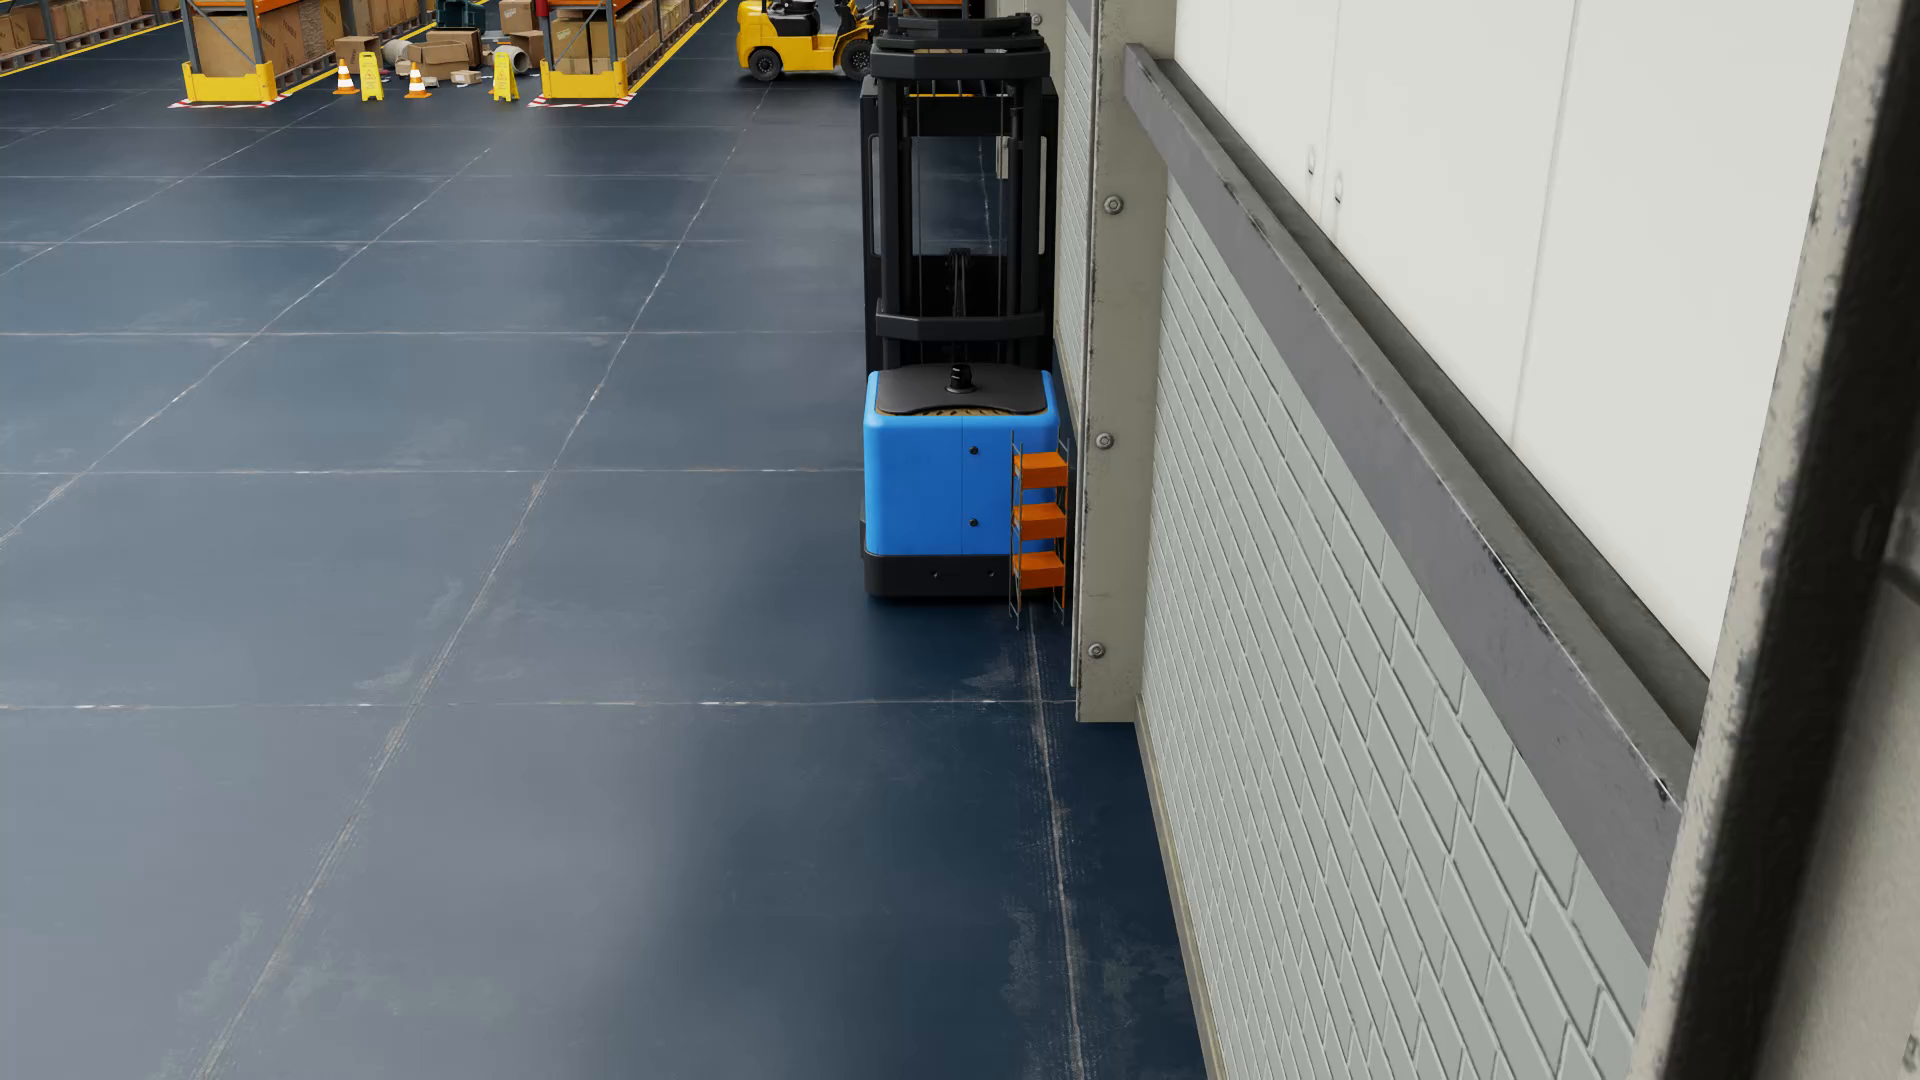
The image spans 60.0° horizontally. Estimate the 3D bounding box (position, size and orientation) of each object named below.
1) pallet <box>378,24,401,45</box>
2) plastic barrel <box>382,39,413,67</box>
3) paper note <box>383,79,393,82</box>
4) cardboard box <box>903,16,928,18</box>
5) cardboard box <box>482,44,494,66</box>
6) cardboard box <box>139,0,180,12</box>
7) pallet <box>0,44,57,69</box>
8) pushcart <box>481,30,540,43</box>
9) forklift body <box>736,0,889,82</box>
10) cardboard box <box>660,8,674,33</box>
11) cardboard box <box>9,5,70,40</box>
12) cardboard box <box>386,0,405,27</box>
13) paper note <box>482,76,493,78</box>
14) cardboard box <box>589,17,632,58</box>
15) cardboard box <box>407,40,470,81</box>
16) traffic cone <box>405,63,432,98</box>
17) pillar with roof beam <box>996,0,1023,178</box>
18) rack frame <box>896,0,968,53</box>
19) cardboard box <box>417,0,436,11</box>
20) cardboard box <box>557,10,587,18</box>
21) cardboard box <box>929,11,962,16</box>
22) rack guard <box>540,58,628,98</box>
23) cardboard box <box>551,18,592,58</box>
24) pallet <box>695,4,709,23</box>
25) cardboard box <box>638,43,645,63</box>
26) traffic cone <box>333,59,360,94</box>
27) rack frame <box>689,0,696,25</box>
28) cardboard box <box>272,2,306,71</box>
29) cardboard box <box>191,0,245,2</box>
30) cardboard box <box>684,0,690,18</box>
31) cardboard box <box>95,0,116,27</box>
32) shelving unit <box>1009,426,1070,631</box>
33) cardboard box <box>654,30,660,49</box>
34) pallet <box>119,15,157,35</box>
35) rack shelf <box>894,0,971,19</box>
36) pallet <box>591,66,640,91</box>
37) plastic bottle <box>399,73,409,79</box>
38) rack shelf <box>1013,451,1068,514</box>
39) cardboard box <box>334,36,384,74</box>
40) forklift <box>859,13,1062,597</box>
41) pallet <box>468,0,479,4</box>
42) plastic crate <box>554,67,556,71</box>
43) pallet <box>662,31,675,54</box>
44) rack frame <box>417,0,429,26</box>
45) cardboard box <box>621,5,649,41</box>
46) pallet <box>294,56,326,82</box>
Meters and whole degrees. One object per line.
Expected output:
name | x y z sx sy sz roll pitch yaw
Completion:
pallet | -10.443 -8.828 29.012 1.003 0.211 1.213 0 24 -1
plastic barrel | -8.797 -7.642 26.133 0.512 0.421 0.421 19 30 35
paper note | -8.618 -6.911 24.996 0.144 0.017 0.142 8 26 18
cardboard box | -0.716 -7.509 24.326 0.500 0.250 0.500 0 24 0
cardboard box | -7.532 -7.749 26.562 0.258 0.266 0.396 -19 31 -36
cardboard box | -15.334 -10.452 31.288 1.225 0.875 0.875 -1 24 -3
pallet | -15.261 -7.749 26.627 1.003 0.211 1.213 0 24 -1
pushcart | -7.674 -8.115 27.234 1.648 0.377 0.936 -9 26 -19
forklift body | -2.232 -8.102 25.055 2.313 2.155 1.214 0 24 -1
cardboard box | -5.414 -8.847 28.350 0.950 0.372 0.625 1 24 3
cardboard box | -15.289 -8.610 27.648 0.700 0.500 0.500 -2 24 -5
cardboard box | -10.457 -9.480 29.290 1.050 0.750 0.750 0 24 0
paper note | -7.211 -7.065 25.349 0.148 0.019 0.142 8 26 18
cardboard box | -5.084 -7.316 24.203 0.500 0.500 0.500 -1 24 -2
cardboard box | -7.901 -7.267 25.207 0.797 0.503 0.637 -19 31 -36
traffic cone | -7.752 -6.563 23.699 0.336 0.463 0.334 0 24 -1
pillar with roof beam | -3.733 -8.249 17.068 9.100 9.000 0.400 0 24 -1
rack frame | -0.387 -7.716 23.170 1.000 3.000 0.127 0 24 -1
cardboard box | -10.139 -10.270 31.341 0.500 0.500 0.500 -1 24 -3
cardboard box | -5.691 -7.748 24.371 0.380 0.149 0.250 0 24 1
cardboard box | -0.207 -7.721 24.795 0.500 0.250 0.500 0 24 -1
rack guard | -5.352 -6.585 23.702 1.175 0.500 0.348 0 24 -1
cardboard box | -5.620 -7.301 24.171 0.500 0.500 0.500 0 24 0
pallet | -5.371 -10.043 31.700 1.003 0.211 1.213 0 24 -1
cardboard box | -5.100 -7.399 25.298 0.500 0.250 0.500 1 24 3
traffic cone | -8.885 -6.698 23.997 0.336 0.463 0.334 0 24 -1
rack frame | -5.438 -10.989 30.406 1.000 3.000 0.127 0 24 -1
cardboard box | -10.384 -7.493 24.747 0.875 0.875 0.875 -1 24 -1
cardboard box | -10.349 -7.849 23.283 0.875 0.550 0.550 0 24 -1
cardboard box | -5.442 -9.750 30.347 0.950 0.372 0.625 -2 24 -4
cardboard box | -15.288 -9.268 29.100 0.700 0.500 0.500 2 24 4
shelving unit | 0.406 -0.054 8.596 0.252 1.050 0.215 -5 25 -11
cardboard box | -5.119 -8.037 26.706 0.500 0.250 0.500 1 24 2
pallet | -15.340 -9.352 30.171 1.003 0.211 1.213 0 24 -1
rack shelf | -0.409 -8.212 25.141 1.077 0.370 4.000 0 24 -1
pallet | -5.325 -6.788 24.502 1.003 0.211 1.213 0 24 -1
plastic bottle | -8.458 -7.054 25.272 0.133 0.061 0.283 -9 26 -19
rack shelf | 0.406 -0.303 8.484 0.240 0.259 0.215 -5 25 -11
cardboard box | -9.300 -7.504 25.731 0.500 0.500 0.500 4 25 9
forklift | -0.008 -1.592 9.713 1.130 2.935 3.031 0 24 -1
pallet | -10.420 -10.982 33.775 1.003 0.211 1.213 0 24 -1
plastic crate | -6.197 -7.360 25.925 0.402 0.080 0.583 -9 26 -19
pallet | -5.404 -8.391 28.046 1.003 0.211 1.213 0 24 -1
rack frame | -10.387 -10.925 30.265 1.000 3.000 0.127 0 24 -1
cardboard box | -5.105 -7.958 25.623 0.500 0.500 0.500 1 24 2
pallet | -10.397 -7.188 25.388 1.003 0.211 1.213 0 24 -1
